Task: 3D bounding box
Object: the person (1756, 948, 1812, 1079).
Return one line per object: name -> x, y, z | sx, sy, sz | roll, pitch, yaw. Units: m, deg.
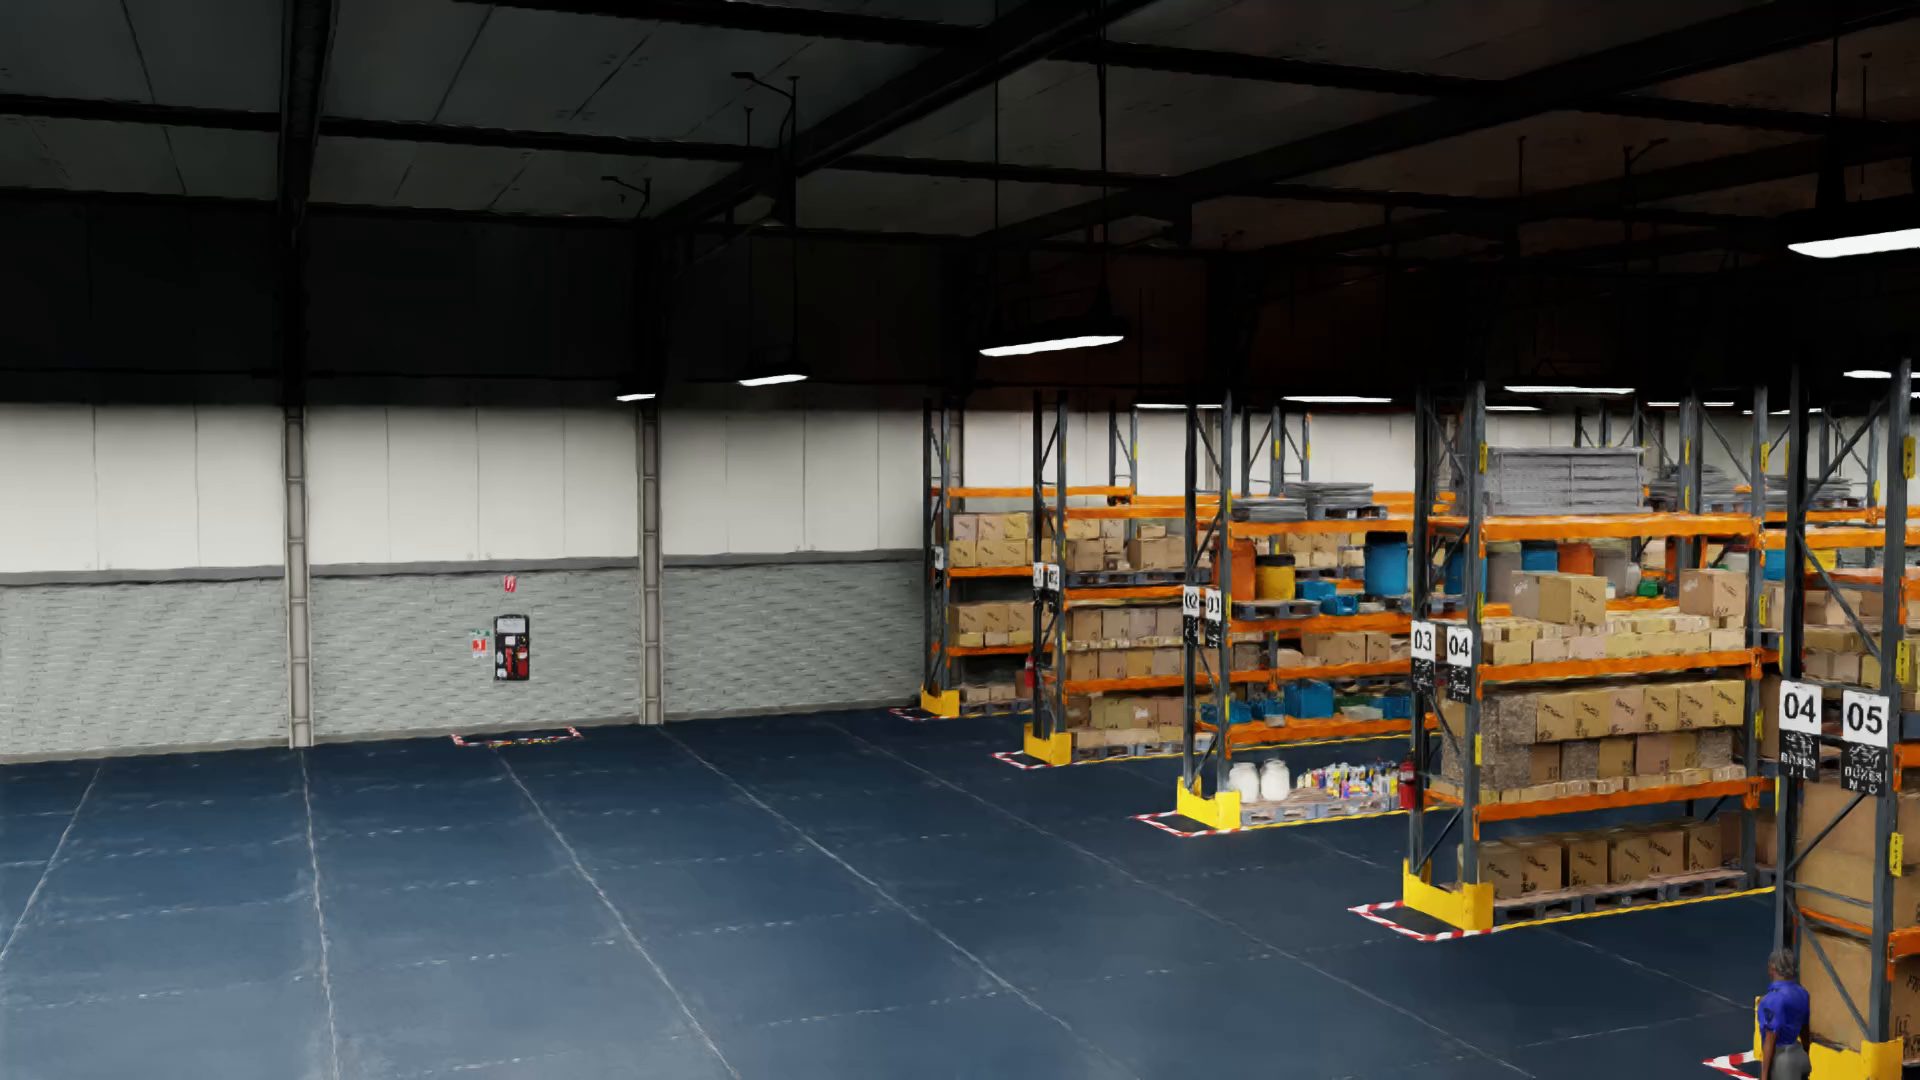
person -> 5.709, 3.652, 11.570 | 0.592, 1.643, 0.605 | -3, 4, -40
